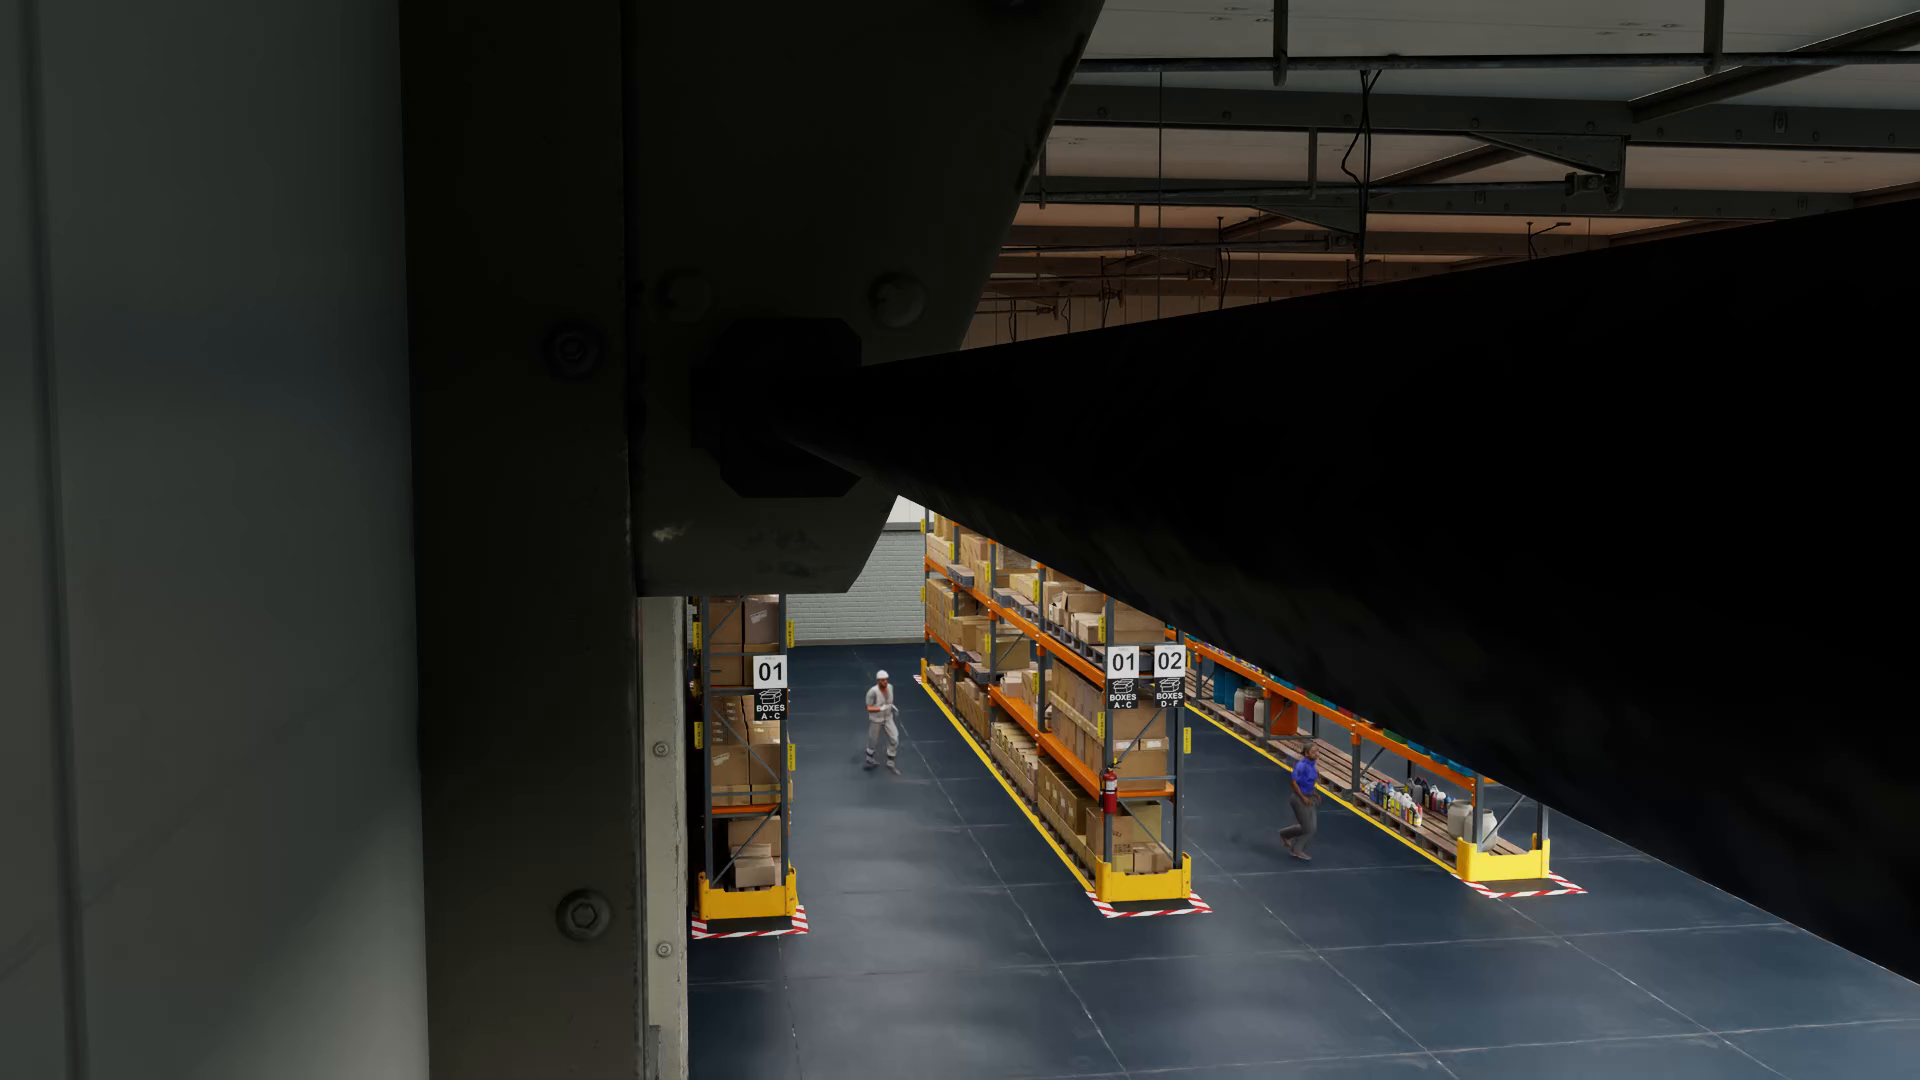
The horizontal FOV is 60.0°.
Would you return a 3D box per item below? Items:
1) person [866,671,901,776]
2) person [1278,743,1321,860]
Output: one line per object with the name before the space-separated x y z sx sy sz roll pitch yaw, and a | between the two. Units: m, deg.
person | -1.320 3.021 27.714 0.689 1.764 0.934 -3 6 -29
person | 4.618 3.551 22.723 0.560 1.593 0.567 4 7 40
